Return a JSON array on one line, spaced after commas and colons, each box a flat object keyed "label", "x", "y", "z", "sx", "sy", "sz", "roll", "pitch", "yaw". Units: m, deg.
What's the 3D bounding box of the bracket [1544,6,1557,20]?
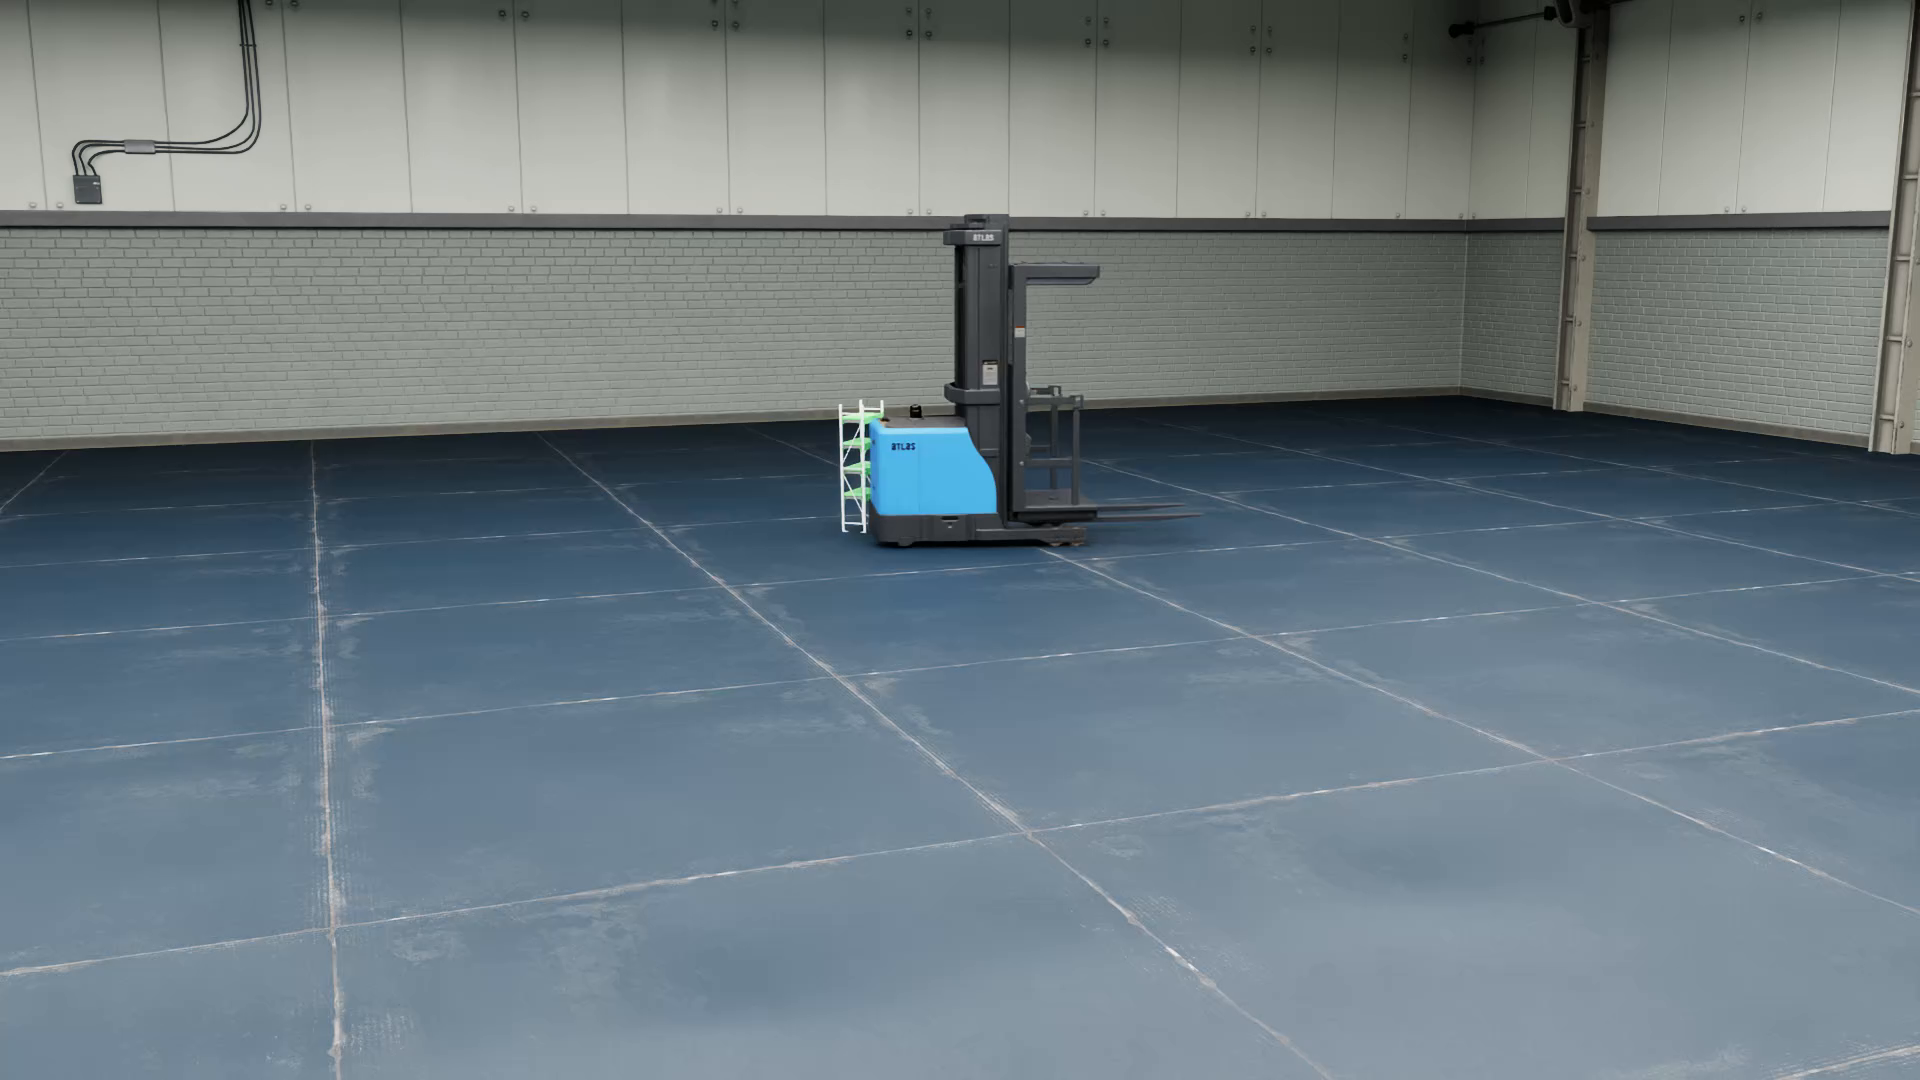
[{"label": "bracket", "x": 9.475, "y": -8.375, "z": 26.358, "sx": 0.235, "sy": 0.232, "sz": 0.430, "roll": -4, "pitch": 11, "yaw": -21}]

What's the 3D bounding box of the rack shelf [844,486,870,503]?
[{"label": "rack shelf", "x": -0.918, "y": -0.406, "z": 15.833, "sx": 0.258, "sy": 0.148, "sz": 0.480, "roll": 3, "pitch": 10, "yaw": 19}]

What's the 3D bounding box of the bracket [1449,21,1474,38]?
[{"label": "bracket", "x": 8.616, "y": -8.762, "z": 28.533, "sx": 0.235, "sy": 0.232, "sz": 0.430, "roll": -4, "pitch": 11, "yaw": -21}]

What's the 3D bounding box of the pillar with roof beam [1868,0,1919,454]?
[{"label": "pillar with roof beam", "x": 8.118, "y": -5.305, "z": 19.378, "sx": 9.100, "sy": 9.000, "sz": 0.400, "roll": -4, "pitch": 11, "yaw": -21}]

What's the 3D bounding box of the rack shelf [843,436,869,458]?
[{"label": "rack shelf", "x": -0.924, "y": -0.879, "z": 15.751, "sx": 0.258, "sy": 0.148, "sz": 0.480, "roll": 3, "pitch": 10, "yaw": 19}]

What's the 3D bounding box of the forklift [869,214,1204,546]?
[{"label": "forklift", "x": 0.702, "y": -1.479, "z": 15.197, "sx": 3.031, "sy": 2.935, "sz": 1.130, "roll": -1, "pitch": 10, "yaw": -8}]

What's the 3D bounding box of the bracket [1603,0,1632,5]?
[{"label": "bracket", "x": 10.709, "y": -7.819, "z": 23.232, "sx": 0.076, "sy": 0.066, "sz": 4.783, "roll": -4, "pitch": 11, "yaw": -21}]

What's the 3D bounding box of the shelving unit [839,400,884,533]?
[{"label": "shelving unit", "x": -0.922, "y": -0.706, "z": 15.781, "sx": 0.258, "sy": 1.200, "sz": 0.503, "roll": 3, "pitch": 10, "yaw": 19}]

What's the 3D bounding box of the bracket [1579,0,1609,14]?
[{"label": "bracket", "x": 9.775, "y": -8.239, "z": 25.597, "sx": 0.235, "sy": 0.232, "sz": 0.430, "roll": -4, "pitch": 11, "yaw": -21}]

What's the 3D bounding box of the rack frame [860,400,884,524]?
[{"label": "rack frame", "x": -0.840, "y": -0.746, "z": 16.008, "sx": 0.240, "sy": 1.200, "sz": 0.015, "roll": 3, "pitch": 10, "yaw": 19}]

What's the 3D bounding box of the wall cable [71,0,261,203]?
[{"label": "wall cable", "x": -10.384, "y": -7.397, "z": 21.431, "sx": 2.305, "sy": 6.003, "sz": 0.169, "roll": -4, "pitch": 11, "yaw": -21}]

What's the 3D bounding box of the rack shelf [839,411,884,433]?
[{"label": "rack shelf", "x": -0.927, "y": -1.116, "z": 15.710, "sx": 0.258, "sy": 0.148, "sz": 0.480, "roll": 3, "pitch": 10, "yaw": 19}]

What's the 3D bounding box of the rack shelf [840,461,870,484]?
[{"label": "rack shelf", "x": -0.921, "y": -0.643, "z": 15.792, "sx": 0.258, "sy": 0.148, "sz": 0.480, "roll": 3, "pitch": 10, "yaw": 19}]

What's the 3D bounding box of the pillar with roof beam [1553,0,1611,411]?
[{"label": "pillar with roof beam", "x": 5.943, "y": -6.284, "z": 24.884, "sx": 9.100, "sy": 9.000, "sz": 0.548, "roll": -4, "pitch": 11, "yaw": -21}]

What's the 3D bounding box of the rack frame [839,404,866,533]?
[{"label": "rack frame", "x": -1.004, "y": -0.666, "z": 15.555, "sx": 0.240, "sy": 1.200, "sz": 0.015, "roll": 3, "pitch": 10, "yaw": 19}]

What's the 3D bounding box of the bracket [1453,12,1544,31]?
[{"label": "bracket", "x": 8.830, "y": -8.665, "z": 27.991, "sx": 0.076, "sy": 0.066, "sz": 3.189, "roll": -4, "pitch": 11, "yaw": -21}]
